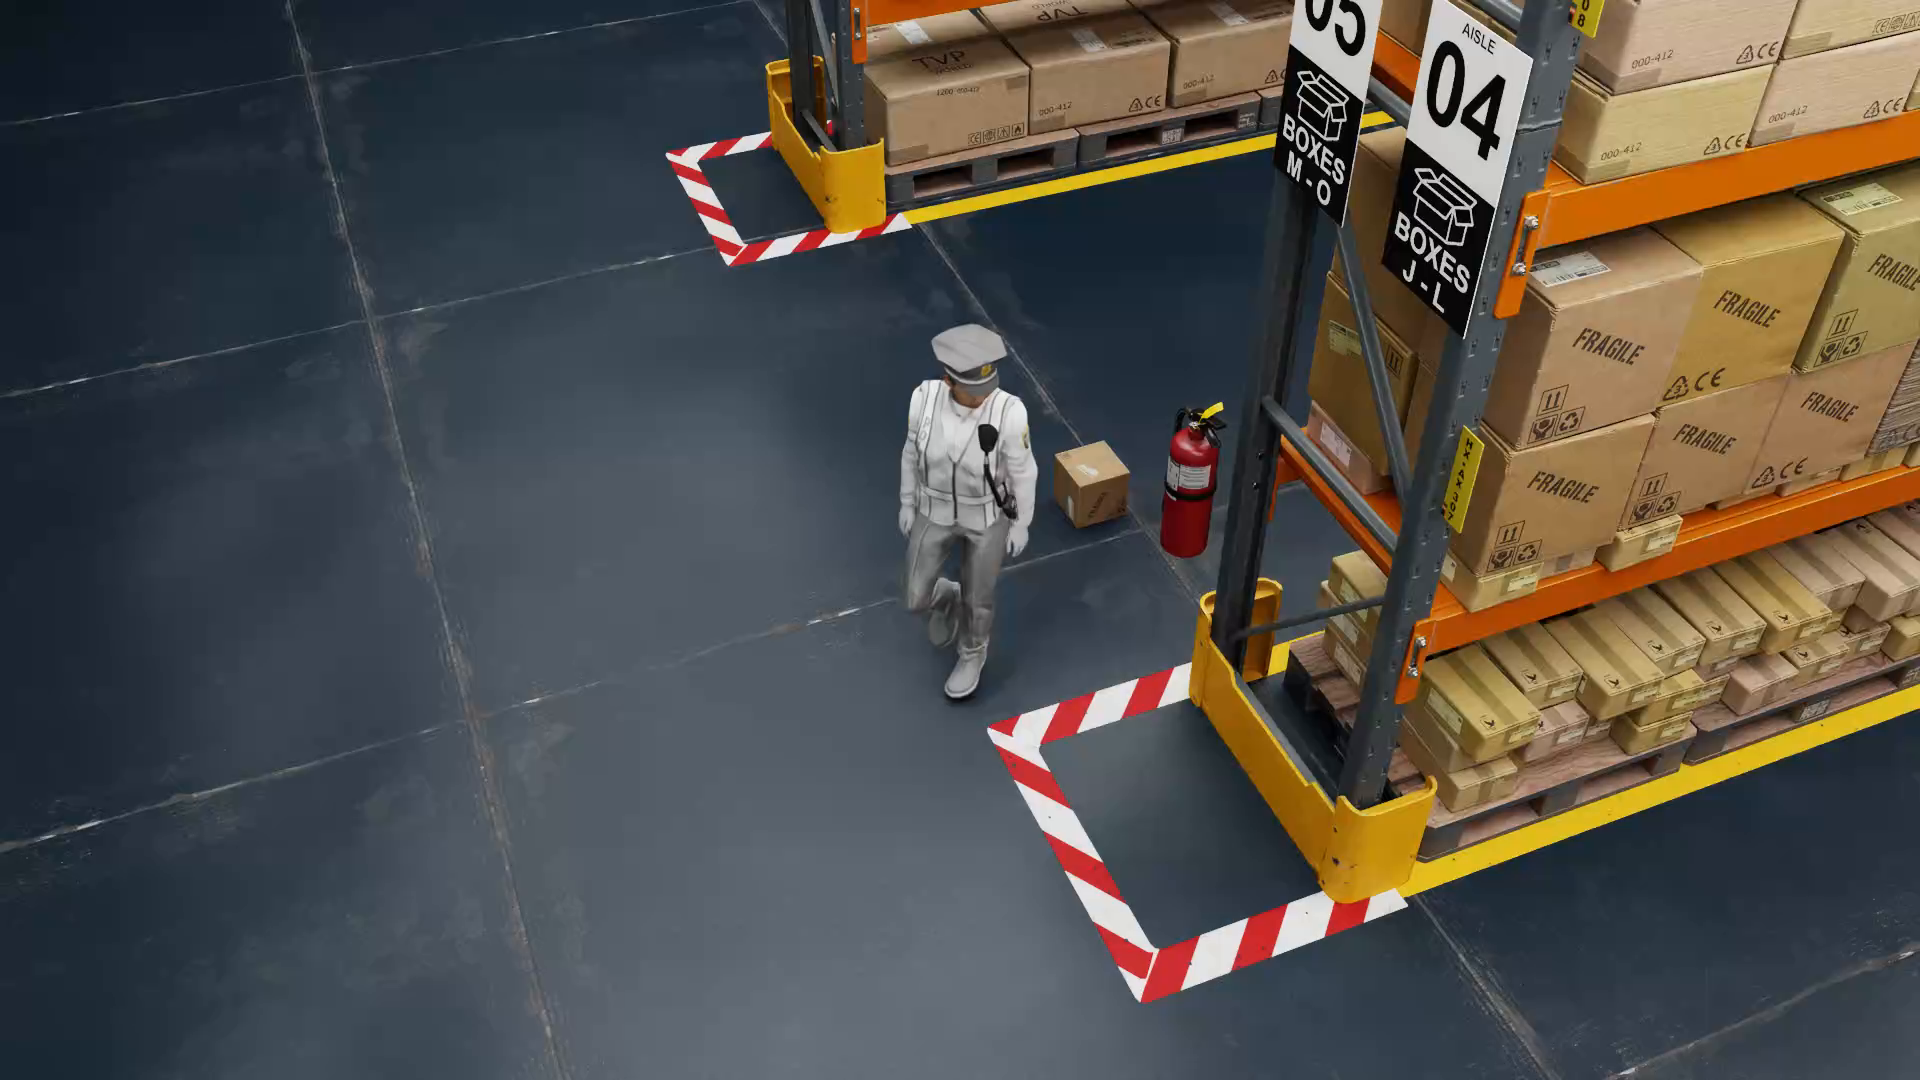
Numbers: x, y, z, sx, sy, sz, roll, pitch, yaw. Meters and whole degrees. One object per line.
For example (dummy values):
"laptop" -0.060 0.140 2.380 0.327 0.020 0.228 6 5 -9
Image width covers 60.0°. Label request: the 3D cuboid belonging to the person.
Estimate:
"person" 0.020 -0.098 6.233 0.526 1.659 0.446 11 43 11
